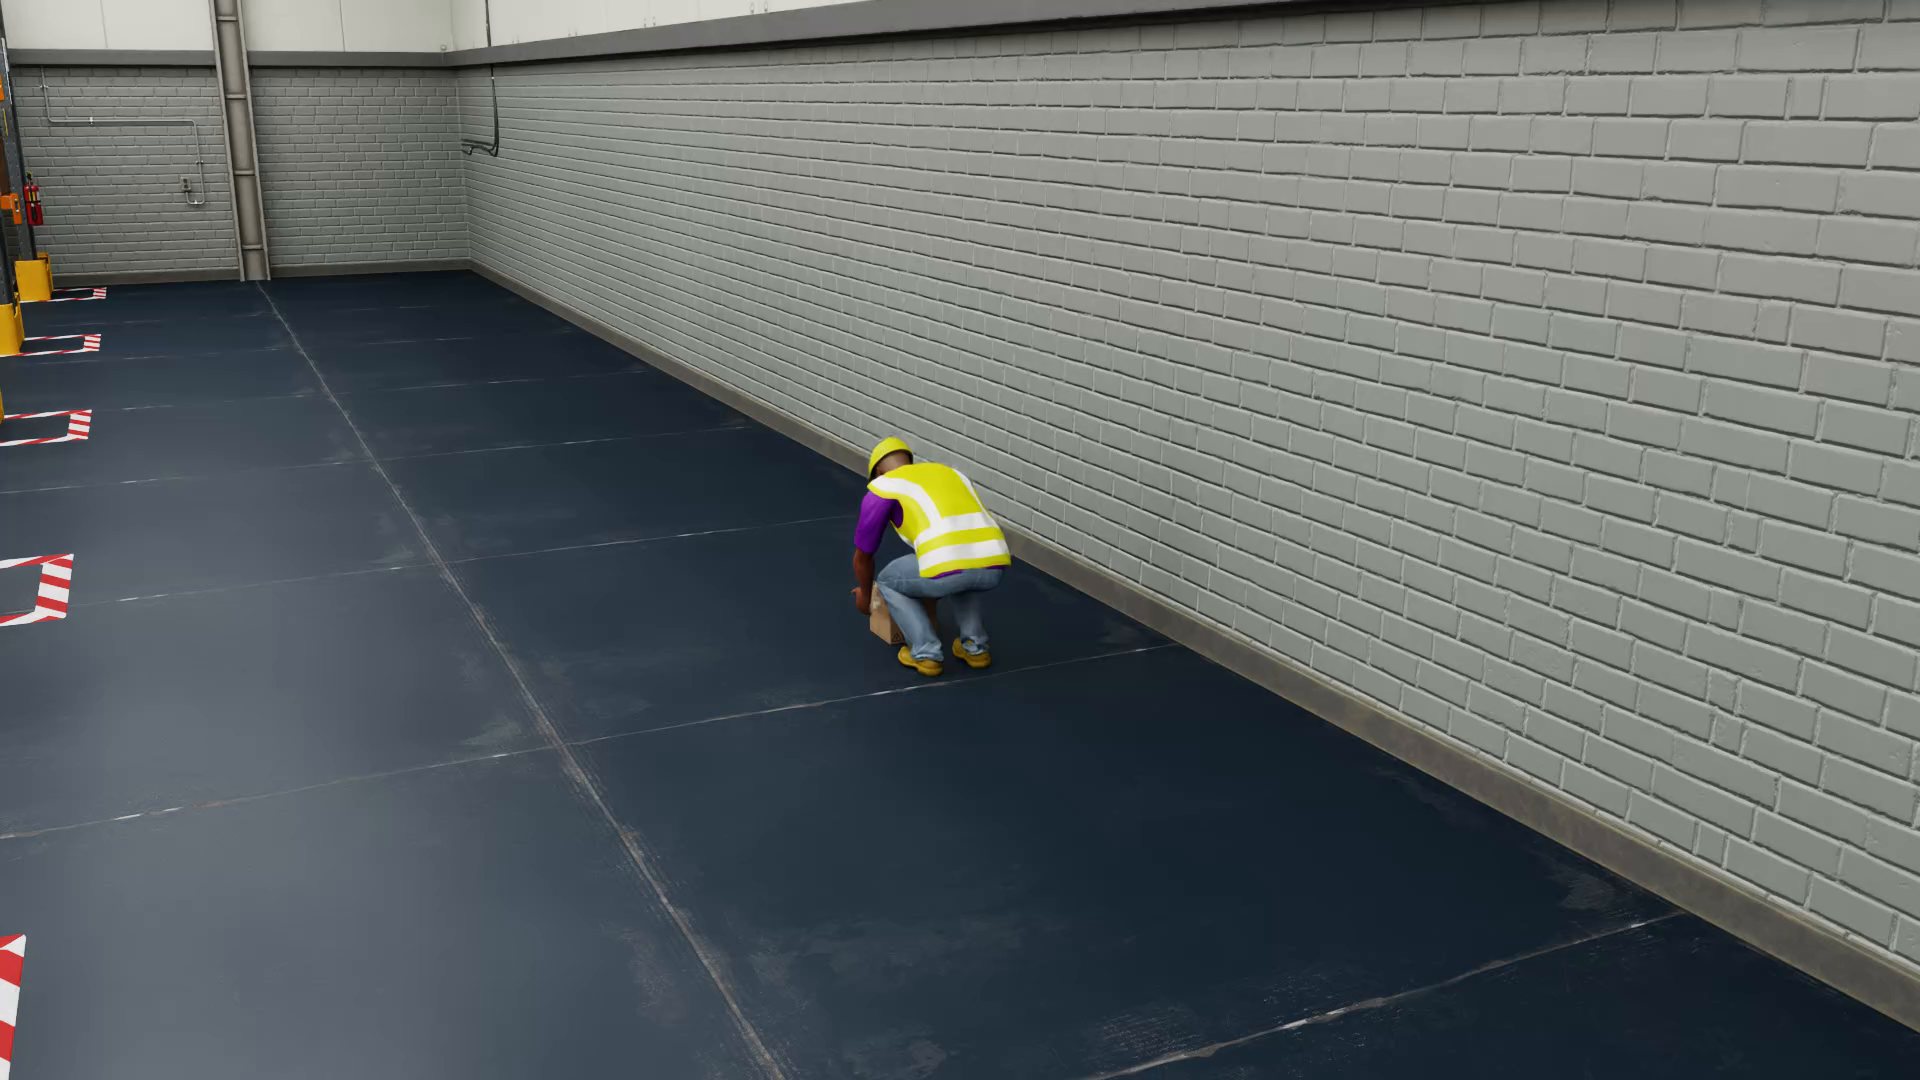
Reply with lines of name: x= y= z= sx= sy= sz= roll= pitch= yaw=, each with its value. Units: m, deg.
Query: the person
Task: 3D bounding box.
person: x=-0.157 y=0.073 z=7.692 sx=0.584 sy=0.994 sz=0.891 roll=-7 pitch=17 yaw=-25
